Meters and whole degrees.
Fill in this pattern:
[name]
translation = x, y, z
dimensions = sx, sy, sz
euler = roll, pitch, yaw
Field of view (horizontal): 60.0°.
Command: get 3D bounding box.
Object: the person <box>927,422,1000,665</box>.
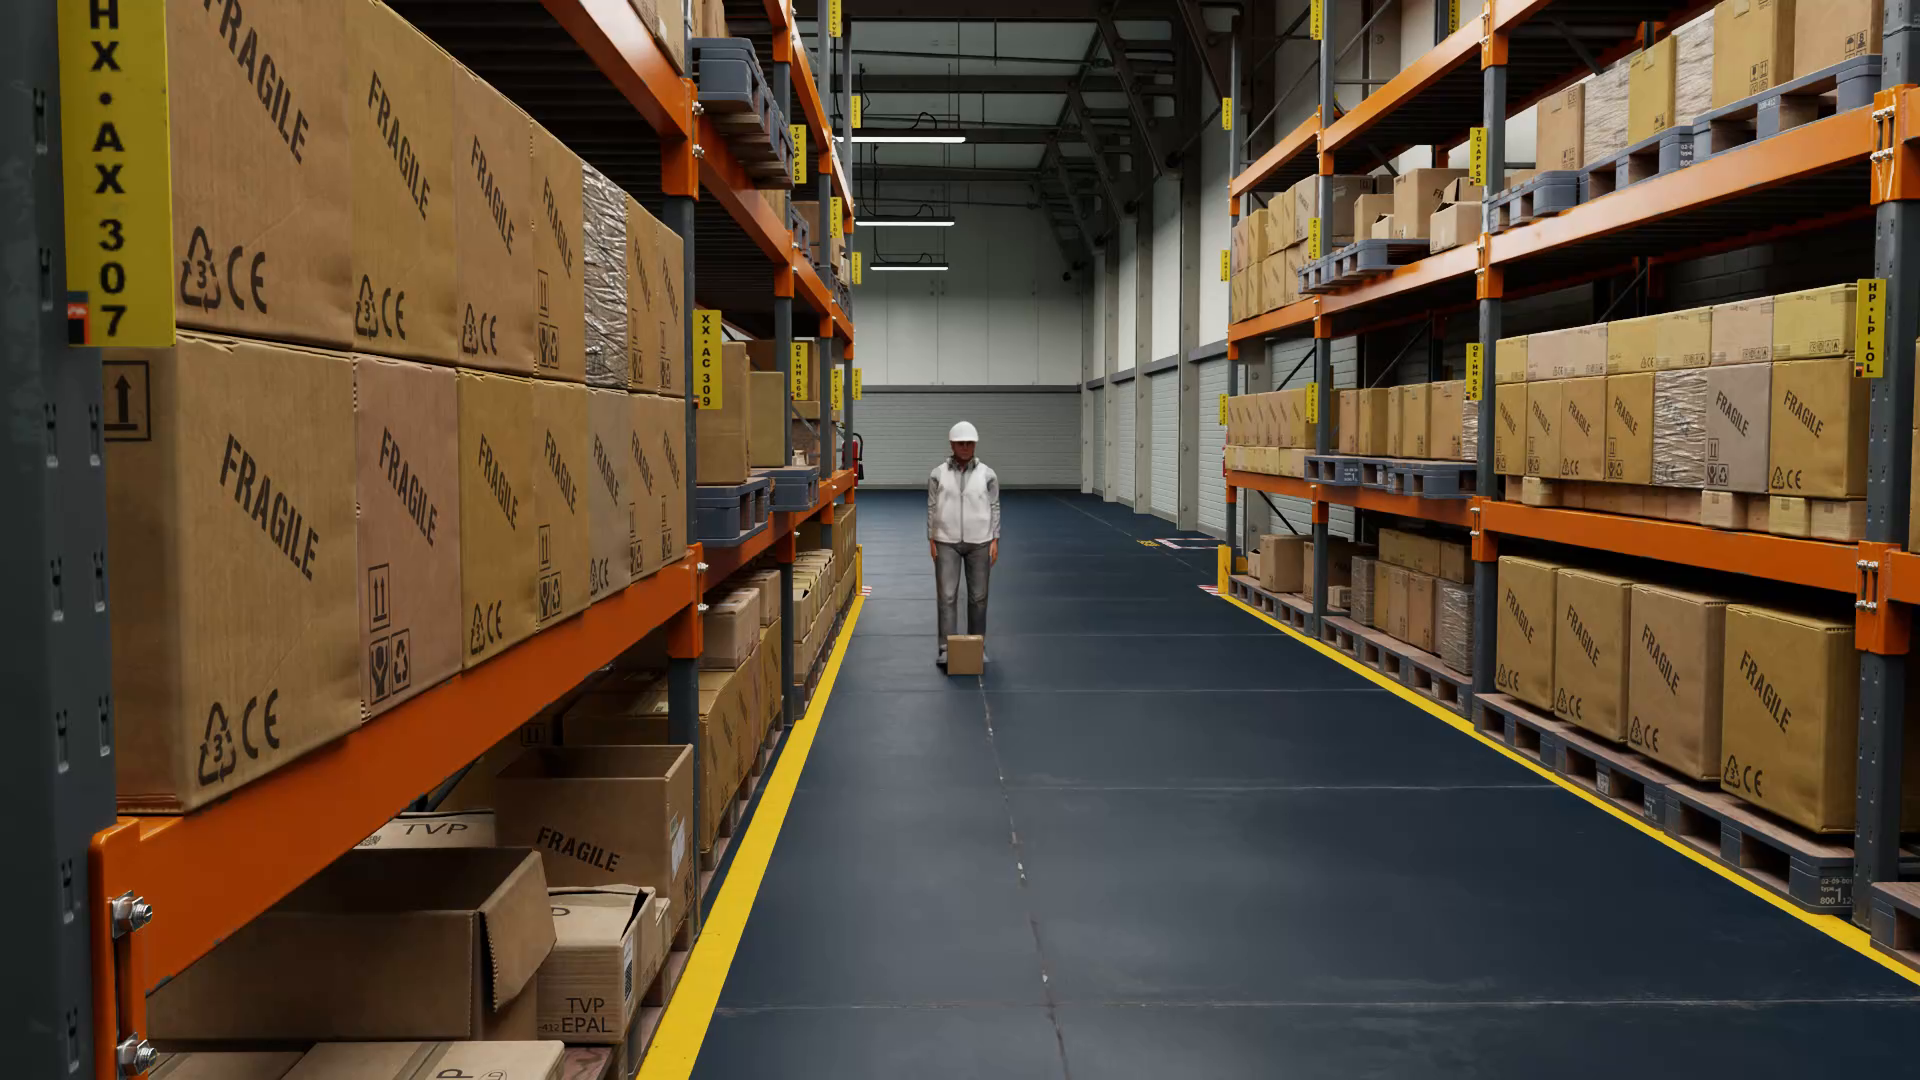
[person]
translation = 0.028, 0.030, 12.169
dimensions = 0.539, 1.785, 0.519
euler = 0, 4, 0
